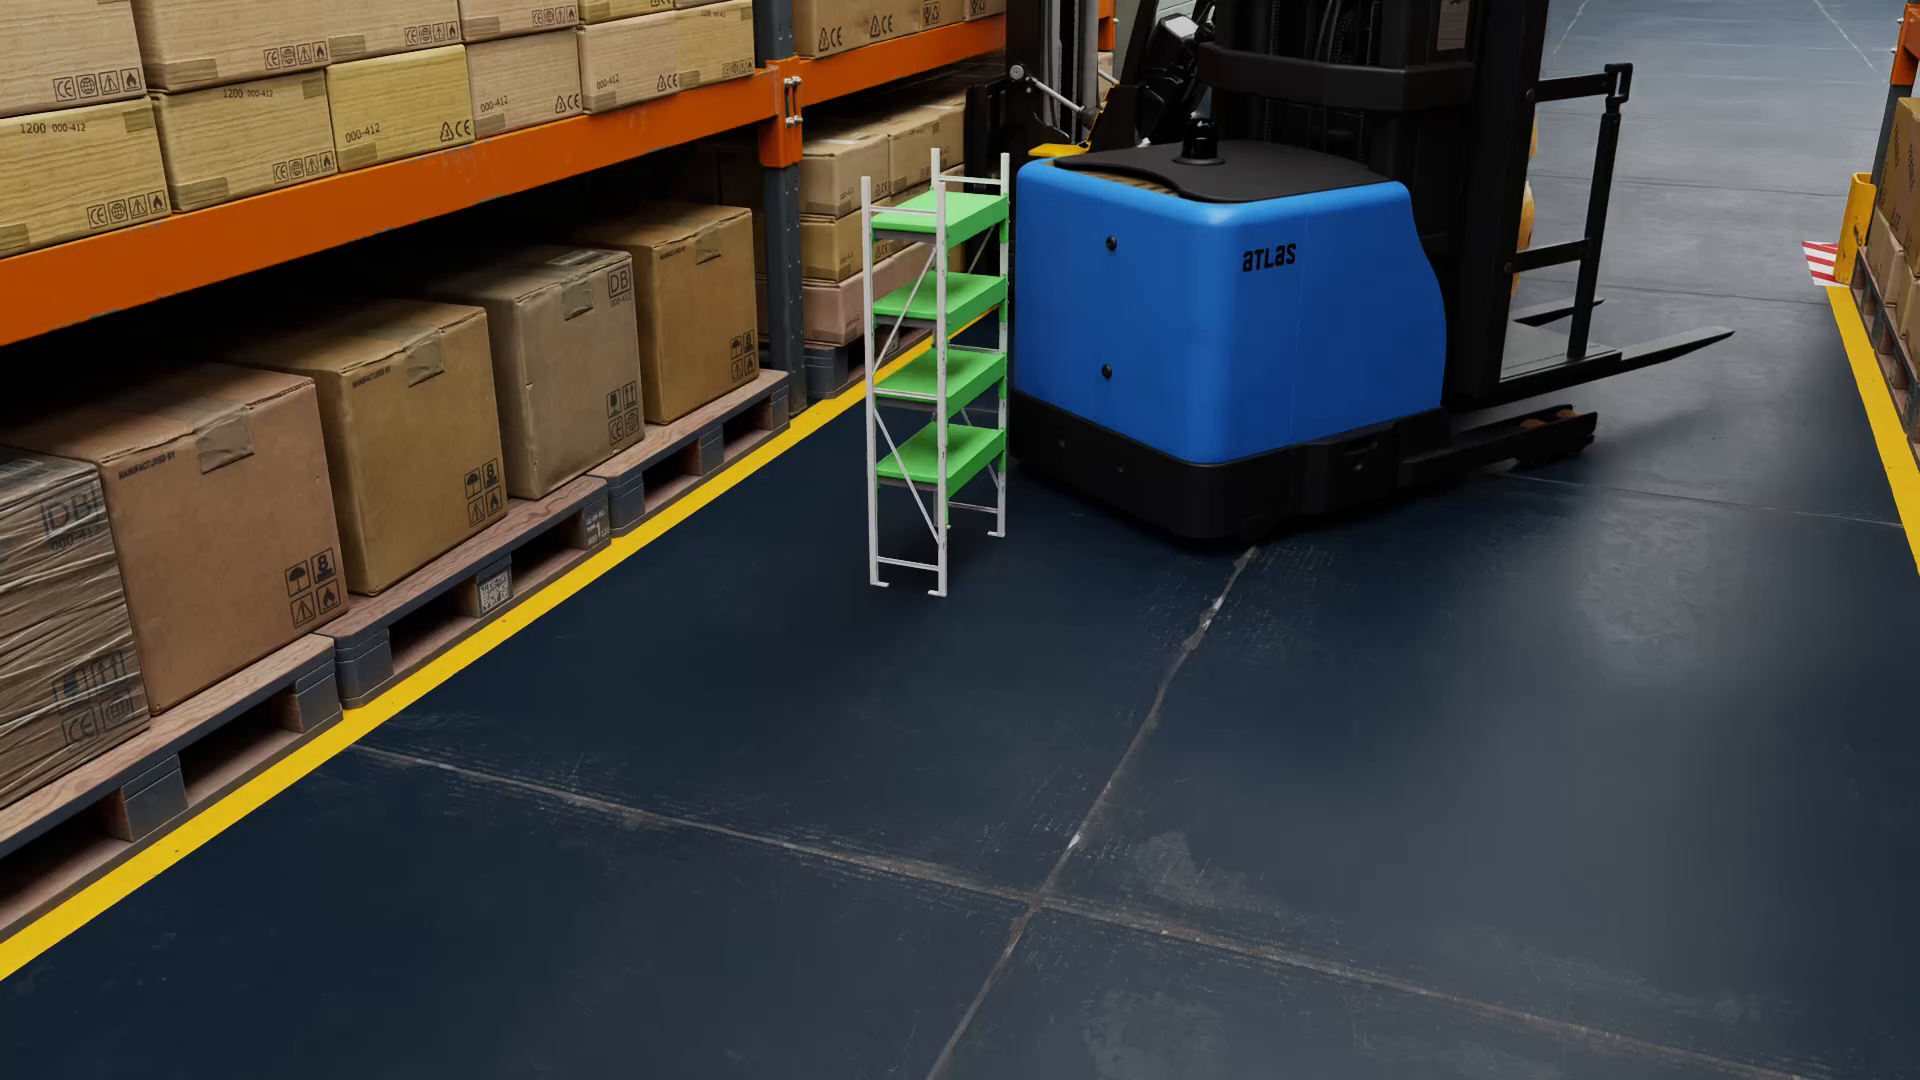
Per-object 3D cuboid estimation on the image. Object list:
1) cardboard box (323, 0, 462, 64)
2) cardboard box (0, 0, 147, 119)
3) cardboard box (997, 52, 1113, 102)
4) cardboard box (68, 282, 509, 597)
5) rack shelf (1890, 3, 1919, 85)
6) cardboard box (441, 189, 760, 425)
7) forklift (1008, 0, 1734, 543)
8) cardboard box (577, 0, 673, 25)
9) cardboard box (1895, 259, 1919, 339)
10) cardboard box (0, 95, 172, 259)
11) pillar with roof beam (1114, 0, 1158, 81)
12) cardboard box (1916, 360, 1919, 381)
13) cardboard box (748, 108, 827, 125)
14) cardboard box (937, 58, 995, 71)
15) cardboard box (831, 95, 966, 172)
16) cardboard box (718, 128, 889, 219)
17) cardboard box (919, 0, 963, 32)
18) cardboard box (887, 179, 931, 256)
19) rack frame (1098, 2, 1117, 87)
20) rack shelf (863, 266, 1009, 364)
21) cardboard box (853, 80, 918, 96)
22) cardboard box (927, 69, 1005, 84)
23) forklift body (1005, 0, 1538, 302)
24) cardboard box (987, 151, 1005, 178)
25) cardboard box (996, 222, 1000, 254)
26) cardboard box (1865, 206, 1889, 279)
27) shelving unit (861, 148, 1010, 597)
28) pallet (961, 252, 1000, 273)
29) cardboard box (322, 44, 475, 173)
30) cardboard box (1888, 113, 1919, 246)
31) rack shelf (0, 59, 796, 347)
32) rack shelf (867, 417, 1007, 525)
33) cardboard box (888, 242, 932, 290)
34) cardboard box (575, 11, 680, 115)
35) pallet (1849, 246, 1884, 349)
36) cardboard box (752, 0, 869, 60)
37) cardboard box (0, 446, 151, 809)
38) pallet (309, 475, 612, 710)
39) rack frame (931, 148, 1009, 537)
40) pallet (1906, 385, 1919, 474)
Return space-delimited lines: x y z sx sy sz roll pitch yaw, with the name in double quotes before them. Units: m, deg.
"cardboard box" -1.610 -1.346 4.126 0.500 0.250 0.500 9 24 21
"cardboard box" -1.987 -0.975 3.238 0.500 0.250 0.500 10 25 22
"cardboard box" 0.524 -2.550 9.189 0.500 0.250 0.500 10 25 22
"cardboard box" -1.836 -0.306 4.626 0.875 0.625 0.625 8 24 18
"rack shelf" 4.273 -1.616 6.161 1.077 0.370 4.000 9 24 20
"cardboard box" -1.264 -0.851 5.933 0.875 0.625 0.625 10 25 22
"forklift" 1.675 -1.766 5.675 3.031 2.935 1.130 -15 27 -31
"cardboard box" -1.210 -1.706 4.988 0.500 0.250 0.500 8 24 19
"cardboard box" 4.071 -0.961 6.682 0.500 0.250 0.500 11 25 24
"cardboard box" -1.983 -0.744 3.334 0.500 0.250 0.500 8 24 19
"pillar with roof beam" 5.536 -7.552 11.655 9.100 9.000 0.400 9 24 20
"cardboard box" 3.688 -0.600 5.816 0.500 0.250 0.500 8 24 19
"cardboard box" -0.903 -1.715 7.190 0.500 0.250 0.500 8 24 19
"cardboard box" -0.131 -2.435 8.914 0.500 0.250 0.500 9 24 20
"cardboard box" -0.236 -1.818 7.435 0.500 0.250 0.500 10 25 22
"cardboard box" -0.609 -1.456 6.570 0.500 0.250 0.500 8 24 19
"cardboard box" -0.308 -2.479 7.164 0.500 0.500 0.500 9 24 20
"cardboard box" -0.429 -1.407 7.100 0.500 0.250 0.500 9 24 20
"rack frame" 0.405 -3.373 9.434 1.000 3.000 0.127 9 24 20
"rack shelf" -0.061 -0.657 4.809 0.258 0.148 0.480 9 24 20
"cardboard box" -0.523 -2.076 8.053 0.500 0.250 0.500 8 24 19
"cardboard box" 0.162 -2.185 8.314 0.500 0.250 0.500 9 24 21
"forklift body" 1.395 -2.042 7.348 2.313 2.155 1.214 9 24 20
"cardboard box" -0.043 -1.766 7.959 0.500 0.250 0.500 9 24 20
"cardboard box" -0.036 -1.541 8.071 0.500 0.250 0.500 10 25 22
"cardboard box" 4.459 -1.340 7.588 0.500 0.250 0.500 9 24 20
"shelving unit" -0.061 -0.494 4.877 0.258 1.200 0.503 9 24 20
"pallet" -0.294 -1.372 8.260 1.003 0.211 1.213 9 24 20
"cardboard box" -1.604 -1.115 4.222 0.500 0.250 0.500 10 25 22
"cardboard box" 4.261 -1.490 6.974 0.500 0.500 0.500 8 24 18
"rack shelf" -1.823 -0.894 4.432 1.077 0.370 4.000 9 24 20
"rack shelf" -0.061 -0.214 4.994 0.258 0.148 0.480 9 24 20
"cardboard box" -0.419 -1.176 7.197 0.500 0.250 0.500 8 24 19
"cardboard box" -1.206 -1.474 5.082 0.500 0.250 0.500 9 24 20
"pallet" 4.653 -1.064 7.524 1.003 0.211 1.213 9 24 20
"cardboard box" -0.673 -2.109 6.278 0.500 0.500 0.500 8 24 19
"cardboard box" -2.322 0.170 3.486 0.875 0.625 0.625 10 25 22
"pallet" -1.769 0.052 4.851 1.003 0.211 1.213 9 24 20
"rack frame" 0.029 -0.582 5.086 0.240 1.200 0.015 9 24 20
"pallet" 3.746 -0.191 5.434 1.003 0.211 1.213 9 24 20
